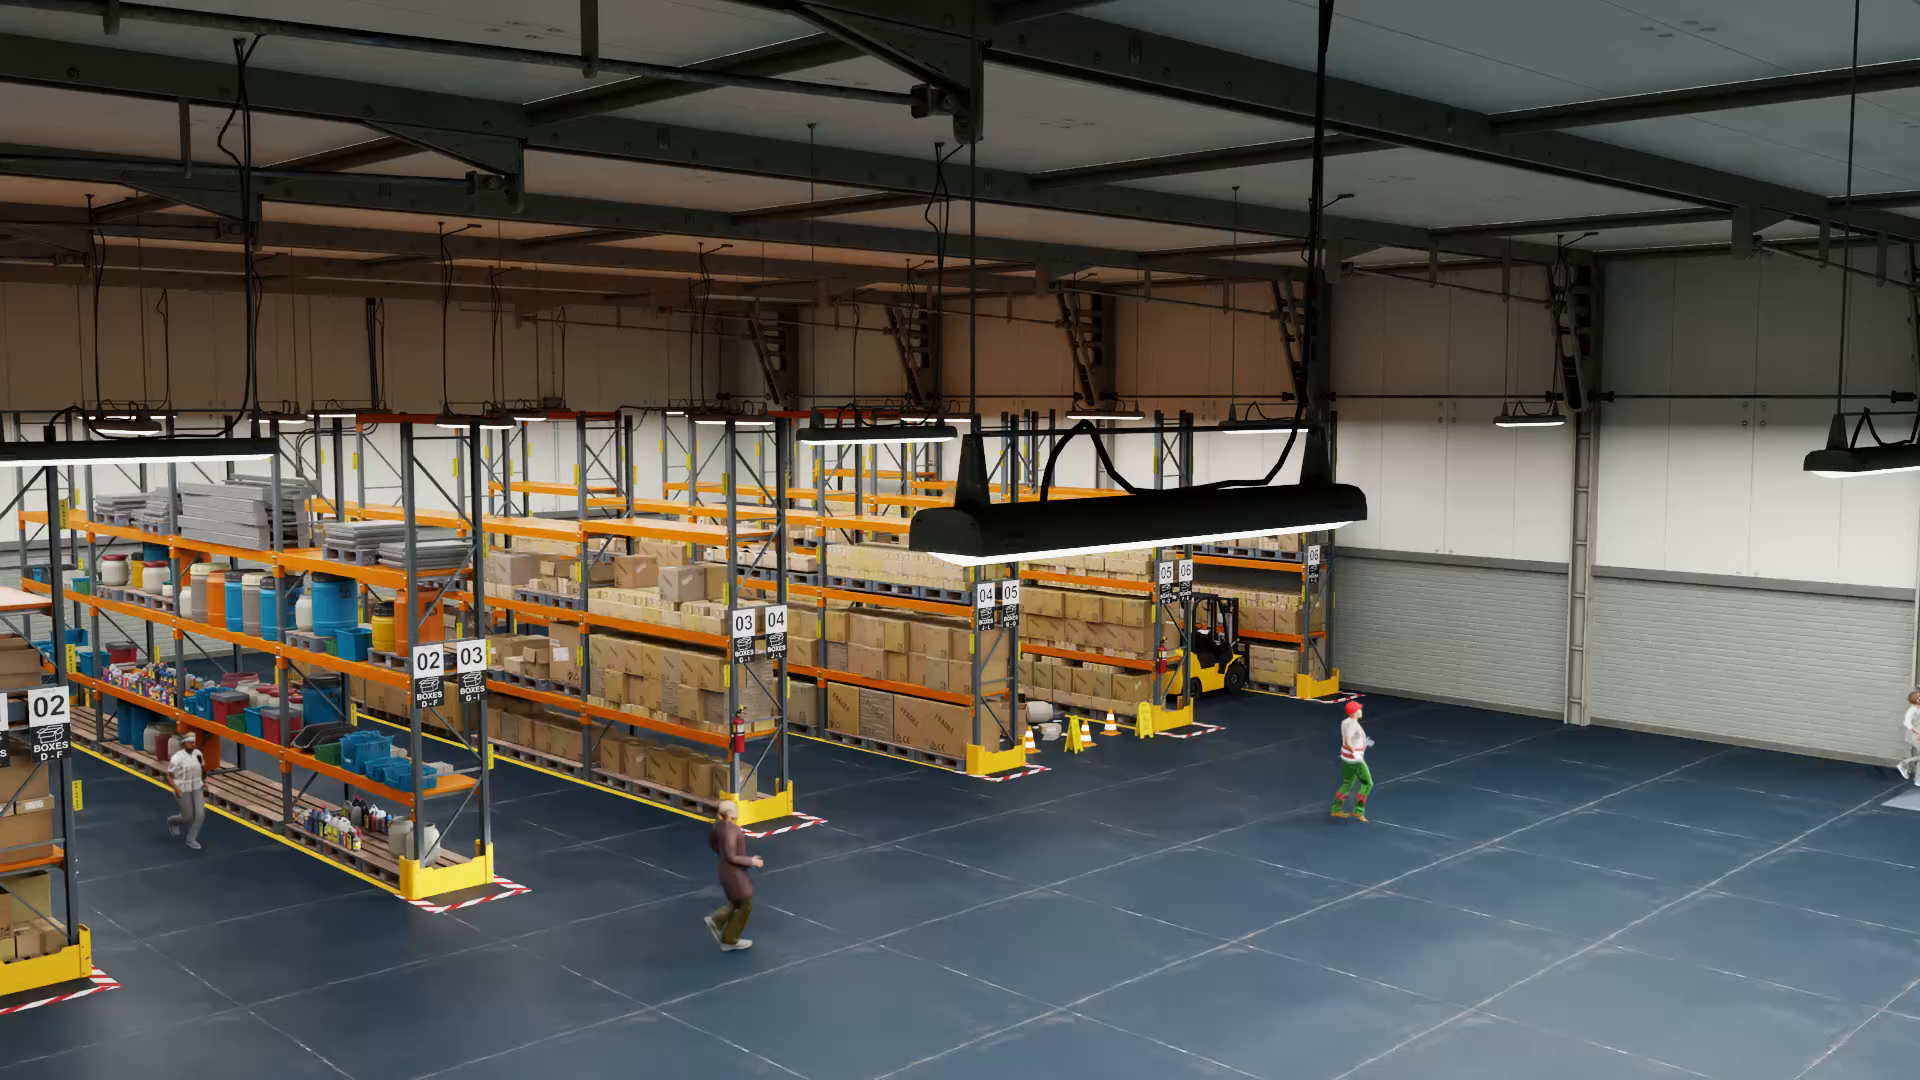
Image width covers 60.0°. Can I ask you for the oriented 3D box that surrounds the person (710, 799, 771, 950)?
[{"bbox_3d":[-2.513,3.807,19.013,0.647,1.731,0.702,-2,5,-21],"label":"person"}]

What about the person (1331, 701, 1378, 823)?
[{"bbox_3d":[5.887,3.301,24.711,0.713,1.847,0.640,-1,5,-8],"label":"person"}]

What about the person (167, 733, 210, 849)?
[{"bbox_3d":[-10.799,3.500,23.299,0.592,1.648,0.558,4,6,37],"label":"person"}]

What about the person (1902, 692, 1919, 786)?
[{"bbox_3d":[15.530,3.271,26.935,0.472,1.456,0.567,4,6,39],"label":"person"}]
